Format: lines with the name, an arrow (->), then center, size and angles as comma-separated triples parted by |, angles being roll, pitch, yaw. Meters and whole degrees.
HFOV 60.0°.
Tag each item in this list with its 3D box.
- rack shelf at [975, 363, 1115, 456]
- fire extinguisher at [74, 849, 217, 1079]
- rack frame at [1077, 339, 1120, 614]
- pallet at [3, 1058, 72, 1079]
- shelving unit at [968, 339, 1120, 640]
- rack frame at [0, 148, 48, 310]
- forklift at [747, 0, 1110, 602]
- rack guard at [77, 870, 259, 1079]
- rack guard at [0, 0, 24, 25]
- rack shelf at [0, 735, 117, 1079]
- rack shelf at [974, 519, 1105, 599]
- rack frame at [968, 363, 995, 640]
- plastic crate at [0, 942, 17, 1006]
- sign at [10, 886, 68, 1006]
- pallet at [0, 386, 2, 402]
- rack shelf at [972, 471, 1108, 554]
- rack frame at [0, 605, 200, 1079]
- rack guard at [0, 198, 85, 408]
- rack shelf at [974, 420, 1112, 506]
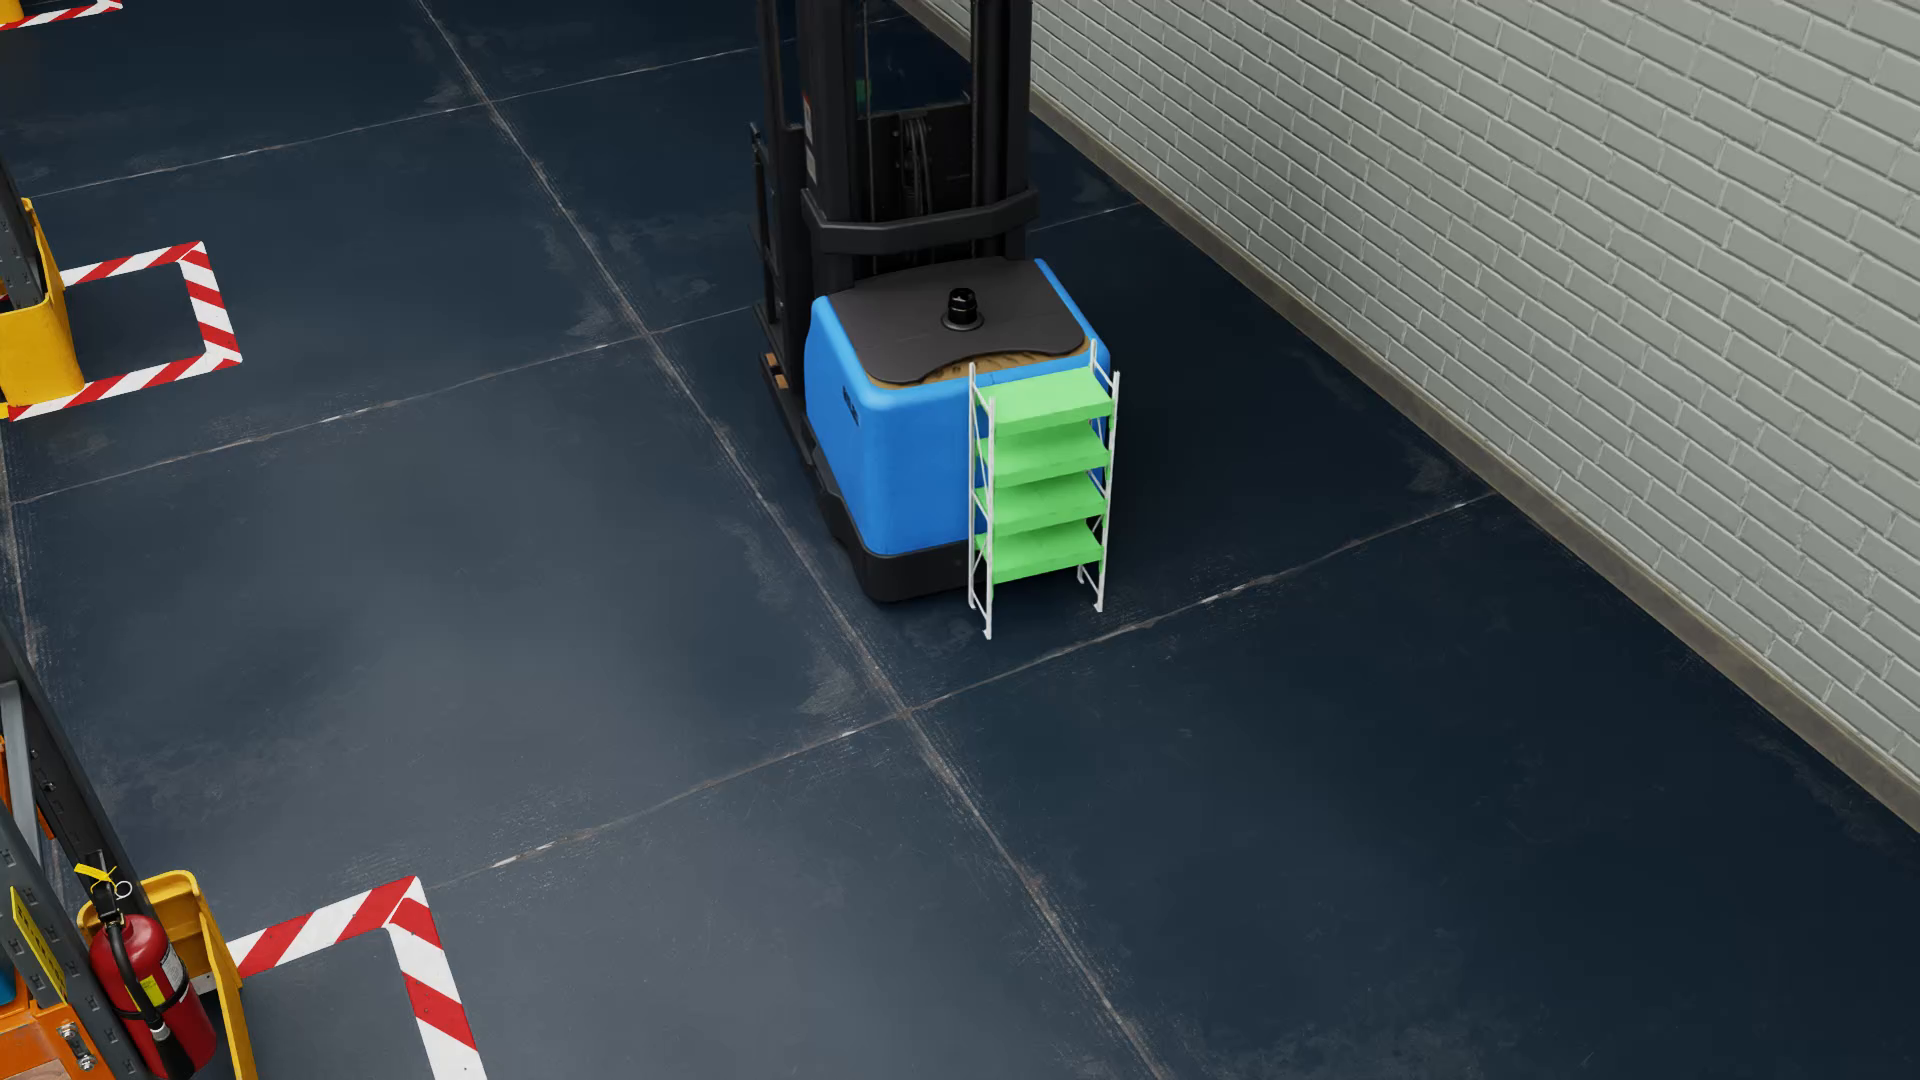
rack shelf -> 0.312, -0.494, 6.261 | 0.480, 0.148, 0.258 | -13, 42, -14
fire extinguisher -> -1.986, 1.051, 4.035 | 0.183, 0.674, 0.296 | -19, 44, -21
rack frame -> 0.542, -0.228, 6.590 | 0.015, 1.200, 0.240 | -13, 42, -14
pallet -> -3.079, 1.952, 4.781 | 1.213, 0.211, 1.003 | -19, 44, -21
shelving unit -> 0.312, -0.177, 6.530 | 0.503, 1.200, 0.258 | -13, 42, -14
rack frame -> -4.614, -2.176, 7.499 | 0.127, 3.000, 1.000 | -19, 44, -21
forklift -> -0.343, -1.826, 7.139 | 1.130, 2.935, 3.031 | -12, 42, -14
rack guard -> -2.314, 1.603, 4.969 | 0.348, 0.500, 1.175 | -19, 44, -21
rack guard -> -6.885, -4.066, 11.667 | 0.348, 0.500, 1.175 | -19, 44, -21
rack shelf -> -4.103, 1.535, 3.671 | 4.000, 0.370, 1.077 | -19, 44, -21
rack shelf -> 0.312, 0.055, 6.726 | 0.480, 0.148, 0.258 | -13, 42, -14
rack frame -> 0.081, -0.125, 6.469 | 0.015, 1.200, 0.240 | -13, 42, -14
plastic crate -> -2.540, 0.834, 3.869 | 0.499, 0.435, 0.616 | -19, 44, -21
sign -> -2.061, 0.912, 3.725 | 0.005, 0.325, 0.100 | -19, 44, -21
pallet -> -5.388, -0.850, 8.091 | 1.213, 0.211, 1.003 | -19, 44, -21
rack shelf -> 0.312, -0.128, 6.571 | 0.480, 0.148, 0.258 | -13, 42, -14
rack frame -> -2.330, 0.664, 4.144 | 0.127, 3.000, 1.000 | -19, 44, -21
rack guard -> -4.682, -1.199, 8.279 | 0.348, 0.500, 1.175 | -19, 44, -21
rack shelf -> 0.312, -0.311, 6.416 | 0.480, 0.148, 0.258 | -13, 42, -14
